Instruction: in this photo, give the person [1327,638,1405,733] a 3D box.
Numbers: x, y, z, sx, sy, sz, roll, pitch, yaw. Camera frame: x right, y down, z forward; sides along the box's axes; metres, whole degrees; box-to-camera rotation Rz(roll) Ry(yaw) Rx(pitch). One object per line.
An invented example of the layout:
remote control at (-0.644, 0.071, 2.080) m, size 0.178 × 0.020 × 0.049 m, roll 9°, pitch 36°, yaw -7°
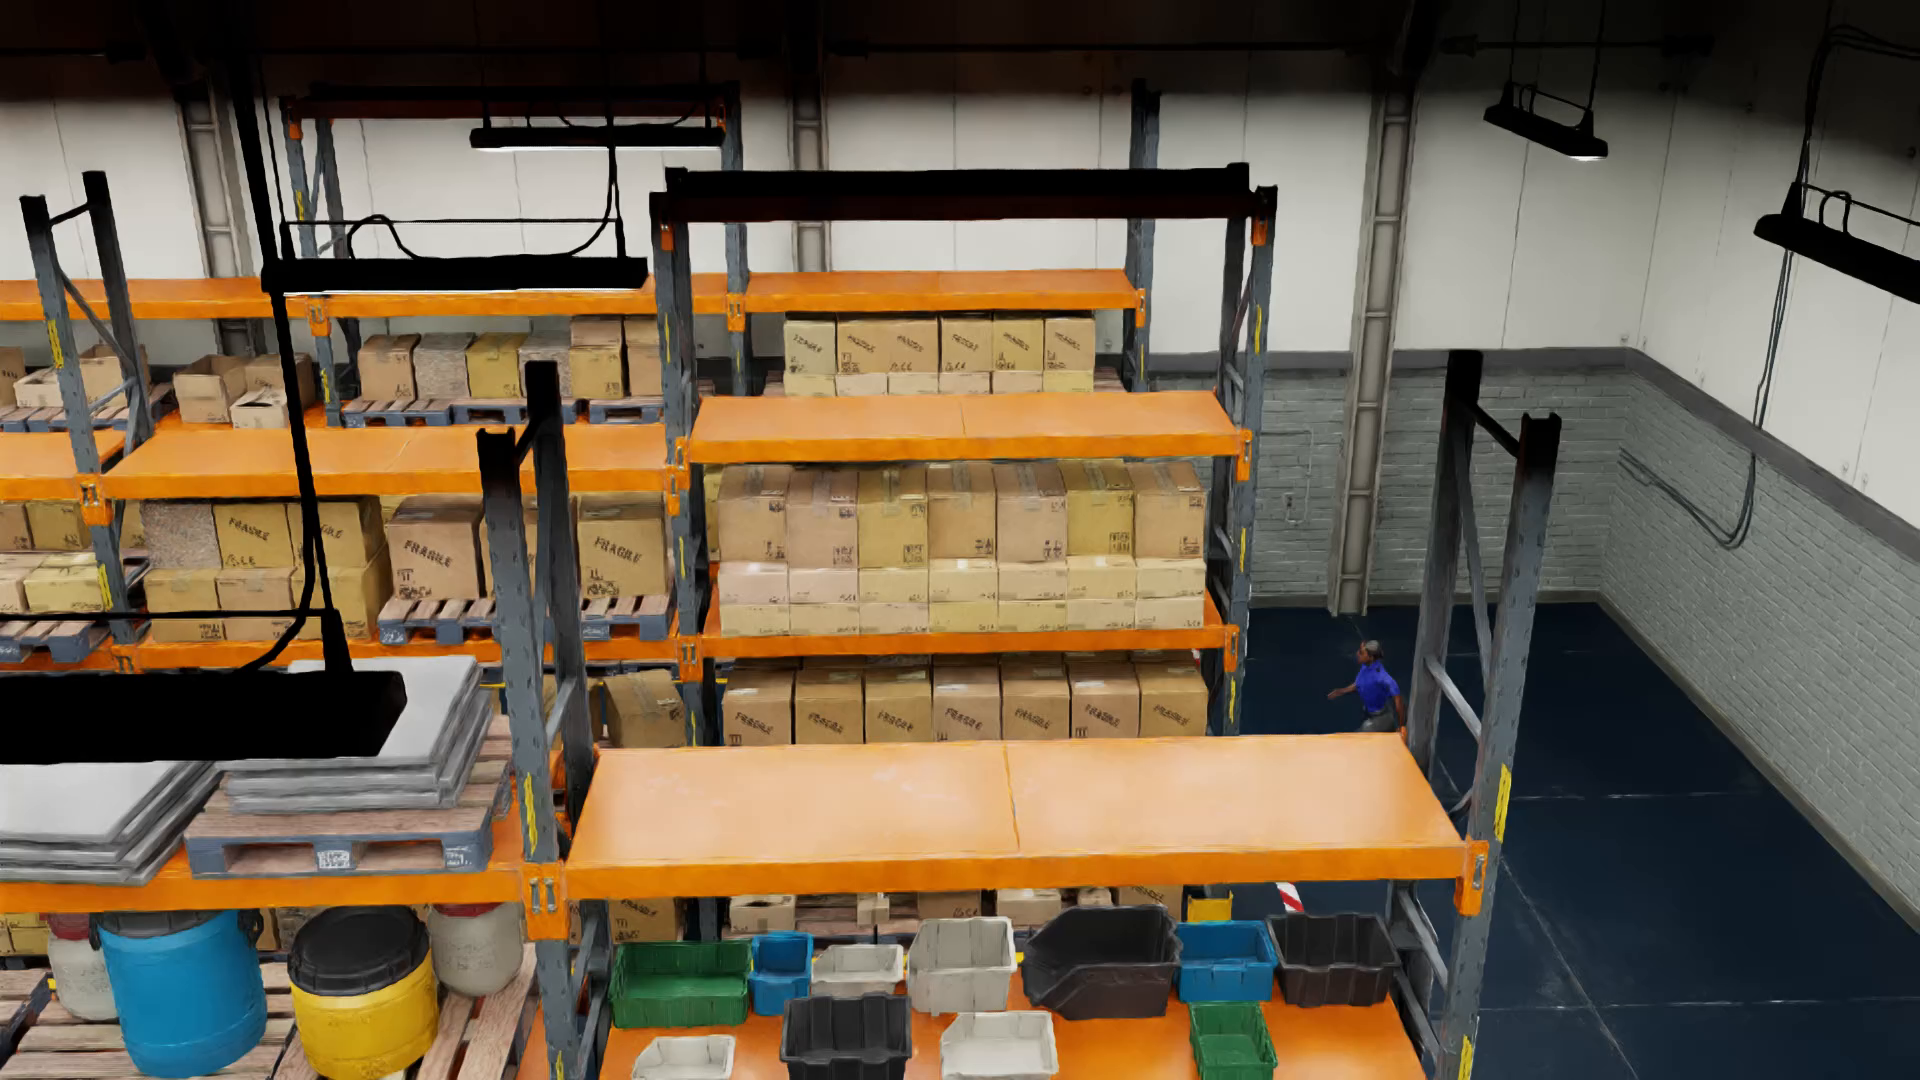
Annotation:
person at (3.755, 1.615, 15.063) m, size 0.831 × 1.590 × 0.603 m, roll 1°, pitch 22°, yaw 3°
